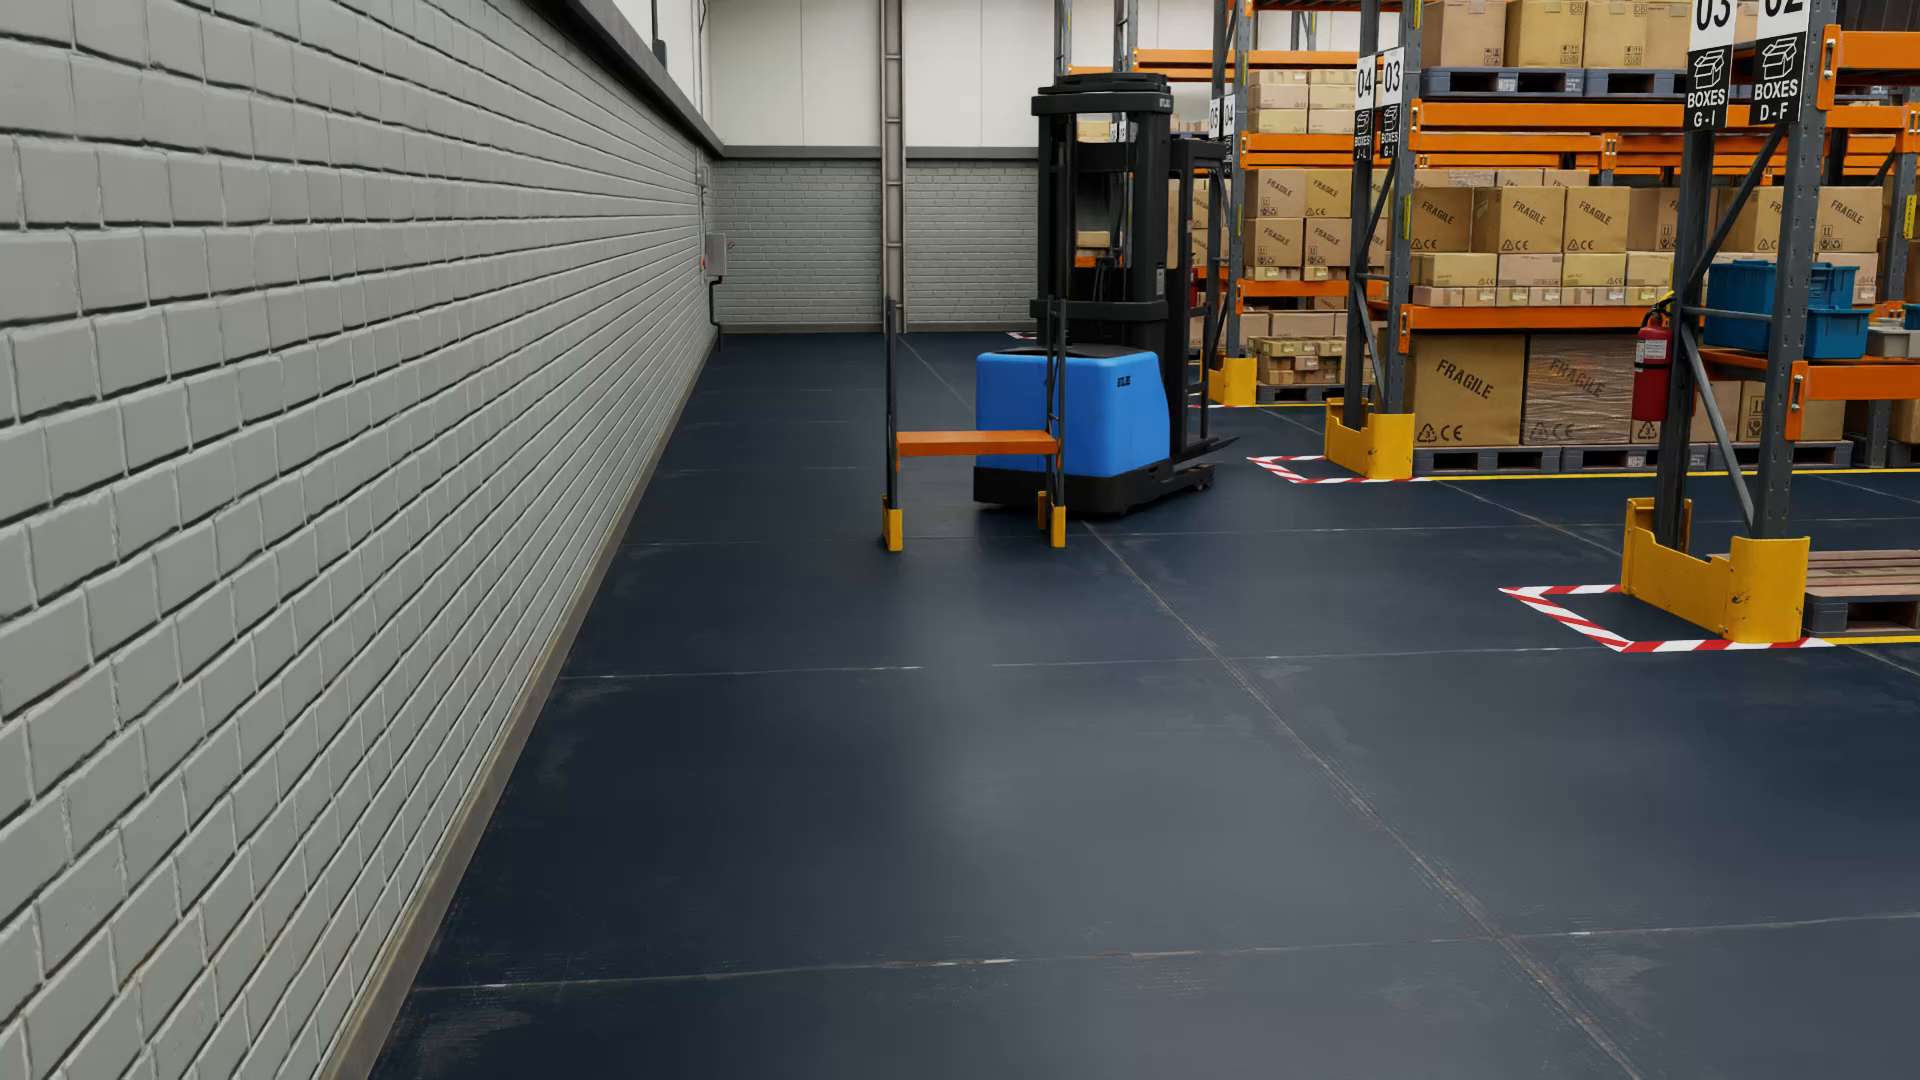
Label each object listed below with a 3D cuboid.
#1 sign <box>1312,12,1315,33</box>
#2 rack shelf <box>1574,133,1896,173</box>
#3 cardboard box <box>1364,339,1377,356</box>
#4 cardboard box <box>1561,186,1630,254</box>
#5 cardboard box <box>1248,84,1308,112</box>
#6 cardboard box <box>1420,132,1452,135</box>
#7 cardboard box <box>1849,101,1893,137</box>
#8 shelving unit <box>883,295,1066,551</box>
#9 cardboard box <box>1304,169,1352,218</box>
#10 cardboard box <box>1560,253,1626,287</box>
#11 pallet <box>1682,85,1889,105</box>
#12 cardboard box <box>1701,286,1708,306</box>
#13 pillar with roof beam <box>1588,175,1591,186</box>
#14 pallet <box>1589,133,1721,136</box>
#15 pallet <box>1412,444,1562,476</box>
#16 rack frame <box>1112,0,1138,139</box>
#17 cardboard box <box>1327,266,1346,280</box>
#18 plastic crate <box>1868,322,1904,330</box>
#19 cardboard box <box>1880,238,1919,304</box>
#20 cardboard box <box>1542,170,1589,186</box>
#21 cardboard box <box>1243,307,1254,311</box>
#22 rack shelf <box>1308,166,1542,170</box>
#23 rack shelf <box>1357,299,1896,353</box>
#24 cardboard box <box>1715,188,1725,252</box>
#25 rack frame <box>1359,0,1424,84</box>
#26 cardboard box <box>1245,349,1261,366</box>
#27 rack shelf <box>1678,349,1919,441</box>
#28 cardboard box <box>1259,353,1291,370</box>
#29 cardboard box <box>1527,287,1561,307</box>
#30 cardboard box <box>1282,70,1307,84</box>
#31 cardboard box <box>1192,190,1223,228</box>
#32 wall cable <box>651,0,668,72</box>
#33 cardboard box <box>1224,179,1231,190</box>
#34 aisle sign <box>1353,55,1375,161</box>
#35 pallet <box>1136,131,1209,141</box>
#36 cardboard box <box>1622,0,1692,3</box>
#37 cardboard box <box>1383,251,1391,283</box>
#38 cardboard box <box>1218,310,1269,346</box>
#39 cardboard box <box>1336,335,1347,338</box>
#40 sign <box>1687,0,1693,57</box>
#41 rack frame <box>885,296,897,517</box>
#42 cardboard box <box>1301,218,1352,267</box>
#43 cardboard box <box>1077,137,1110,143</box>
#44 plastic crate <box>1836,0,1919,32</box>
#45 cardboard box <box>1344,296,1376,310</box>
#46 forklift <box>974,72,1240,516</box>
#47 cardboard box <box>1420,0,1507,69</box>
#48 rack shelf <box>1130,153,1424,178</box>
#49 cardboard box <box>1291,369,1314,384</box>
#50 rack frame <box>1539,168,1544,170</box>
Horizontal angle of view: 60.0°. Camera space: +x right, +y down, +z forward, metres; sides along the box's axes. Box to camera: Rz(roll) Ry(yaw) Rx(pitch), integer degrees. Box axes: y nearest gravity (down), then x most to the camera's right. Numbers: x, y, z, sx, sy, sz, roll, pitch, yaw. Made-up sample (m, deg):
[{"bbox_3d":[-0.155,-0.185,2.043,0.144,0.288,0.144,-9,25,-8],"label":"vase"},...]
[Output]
[{"bbox_3d":[5.678,-8.319,26.731,0.005,0.325,0.100,-1,11,-6],"label":"sign"},{"bbox_3d":[8.801,-4.245,18.272,4.000,0.370,1.077,-1,11,-6],"label":"rack shelf"},{"bbox_3d":[4.433,-2.080,17.932,0.250,0.149,0.380,-1,11,-4],"label":"cardboard box"},{"bbox_3d":[4.789,-2.468,12.821,0.500,0.500,0.500,-2,11,-8],"label":"cardboard box"},{"bbox_3d":[3.310,-4.604,17.327,0.500,0.250,0.500,-1,11,-5],"label":"cardboard box"},{"bbox_3d":[4.859,-4.391,17.542,0.500,0.250,0.500,-1,11,-6],"label":"cardboard box"},{"bbox_3d":[9.753,-4.615,18.030,0.500,0.500,0.500,-1,11,-6],"label":"cardboard box"},{"bbox_3d":[0.076,-0.738,10.231,1.083,1.500,0.587,-1,11,-6],"label":"shelving unit"},{"bbox_3d":[3.812,-3.657,17.569,0.500,0.500,0.500,-1,11,-4],"label":"cardboard box"},{"bbox_3d":[4.793,-2.100,12.891,0.500,0.250,0.500,-2,11,-8],"label":"cardboard box"},{"bbox_3d":[6.433,-3.544,13.073,1.213,0.211,1.003,-1,11,-6],"label":"pallet"},{"bbox_3d":[5.702,-1.912,12.966,0.250,0.149,0.380,-1,11,-7],"label":"cardboard box"},{"bbox_3d":[11.278,-7.384,24.602,0.400,9.000,9.100,-1,11,-6],"label":"pillar with roof beam"},{"bbox_3d":[7.438,-4.456,17.970,1.003,0.211,1.213,-1,11,-6],"label":"pallet"},{"bbox_3d":[4.057,-0.711,13.437,1.213,0.211,1.003,-1,11,-6],"label":"pallet"},{"bbox_3d":[2.201,-6.892,22.095,0.127,3.000,1.000,-1,11,-6],"label":"rack frame"},{"bbox_3d":[3.958,-2.862,17.799,0.250,0.149,0.380,-1,11,-3],"label":"cardboard box"},{"bbox_3d":[4.597,-1.049,8.458,0.243,0.136,0.396,-1,11,-6],"label":"plastic crate"},{"bbox_3d":[7.732,-2.141,13.226,0.500,0.500,0.500,-1,11,-6],"label":"cardboard box"},{"bbox_3d":[6.374,-3.708,17.831,0.500,0.500,0.500,-2,11,-8],"label":"cardboard box"},{"bbox_3d":[4.760,-3.772,27.779,0.258,0.266,0.396,-1,11,-4],"label":"cardboard box"},{"bbox_3d":[7.626,-6.144,27.931,4.000,0.370,1.077,-1,11,-6],"label":"rack shelf"},{"bbox_3d":[5.259,-1.736,13.288,4.000,0.370,1.077,-1,11,-6],"label":"rack shelf"},{"bbox_3d":[6.253,-2.601,13.498,0.500,0.500,0.500,-1,11,-6],"label":"cardboard box"},{"bbox_3d":[3.271,-4.991,12.428,0.127,3.000,1.000,-1,11,-6],"label":"rack frame"},{"bbox_3d":[3.330,-2.020,18.396,0.250,0.149,0.380,-2,11,-8],"label":"cardboard box"},{"bbox_3d":[5.794,-0.786,8.457,4.000,0.370,1.077,-1,11,-6],"label":"rack shelf"},{"bbox_3d":[3.384,-1.916,17.867,0.250,0.149,0.380,-1,11,-4],"label":"cardboard box"},{"bbox_3d":[4.428,-1.885,12.831,0.250,0.149,0.380,-1,11,-7],"label":"cardboard box"},{"bbox_3d":[3.438,-4.805,17.316,0.250,0.149,0.380,-1,11,-4],"label":"cardboard box"},{"bbox_3d":[3.221,-4.455,22.402,0.500,0.500,0.500,-2,11,-8],"label":"cardboard box"},{"bbox_3d":[-2.723,-7.113,14.881,0.120,5.999,2.277,-1,11,-6],"label":"wall cable"},{"bbox_3d":[3.622,-4.787,22.410,0.250,0.149,0.380,-1,11,-6],"label":"cardboard box"},{"bbox_3d":[3.167,-3.379,13.041,0.004,0.787,0.394,-1,11,-6],"label":"aisle sign"},{"bbox_3d":[2.937,-5.394,22.482,1.213,0.211,1.003,-1,11,-6],"label":"pallet"},{"bbox_3d":[5.280,-4.232,12.789,0.500,0.250,0.500,-2,11,-8],"label":"cardboard box"},{"bbox_3d":[3.724,-2.181,13.303,0.500,0.250,0.500,-1,11,-7],"label":"cardboard box"},{"bbox_3d":[3.755,-2.950,23.153,0.875,0.438,0.875,-1,11,-5],"label":"cardboard box"},{"bbox_3d":[4.360,-2.193,18.507,0.250,0.149,0.380,-1,11,-4],"label":"cardboard box"},{"bbox_3d":[3.730,-2.623,8.431,0.005,0.325,0.100,-1,11,-6],"label":"sign"},{"bbox_3d":[-0.421,-0.727,10.179,0.032,1.500,0.500,-1,11,-6],"label":"rack frame"},{"bbox_3d":[3.841,-3.168,17.677,0.500,0.500,0.500,-1,11,-6],"label":"cardboard box"},{"bbox_3d":[2.132,-6.401,26.992,0.500,0.250,0.500,-1,11,-7],"label":"cardboard box"},{"bbox_3d":[4.219,-2.460,7.667,0.590,0.269,0.497,-1,11,-6],"label":"plastic crate"},{"bbox_3d":[6.671,-3.943,28.038,0.500,0.500,0.500,-1,11,-7],"label":"cardboard box"},{"bbox_3d":[1.247,-1.839,12.123,1.130,2.935,3.031,6,13,28],"label":"forklift"},{"bbox_3d":[3.782,-3.845,12.765,0.500,0.500,0.700,-2,11,-10],"label":"cardboard box"},{"bbox_3d":[4.189,-5.108,22.666,4.000,0.370,1.077,-1,11,-6],"label":"rack shelf"},{"bbox_3d":[3.642,-1.779,17.941,0.250,0.149,0.380,-1,11,-6],"label":"cardboard box"},{"bbox_3d":[9.614,-5.066,28.363,0.127,3.000,1.000,-1,11,-6],"label":"rack frame"}]
